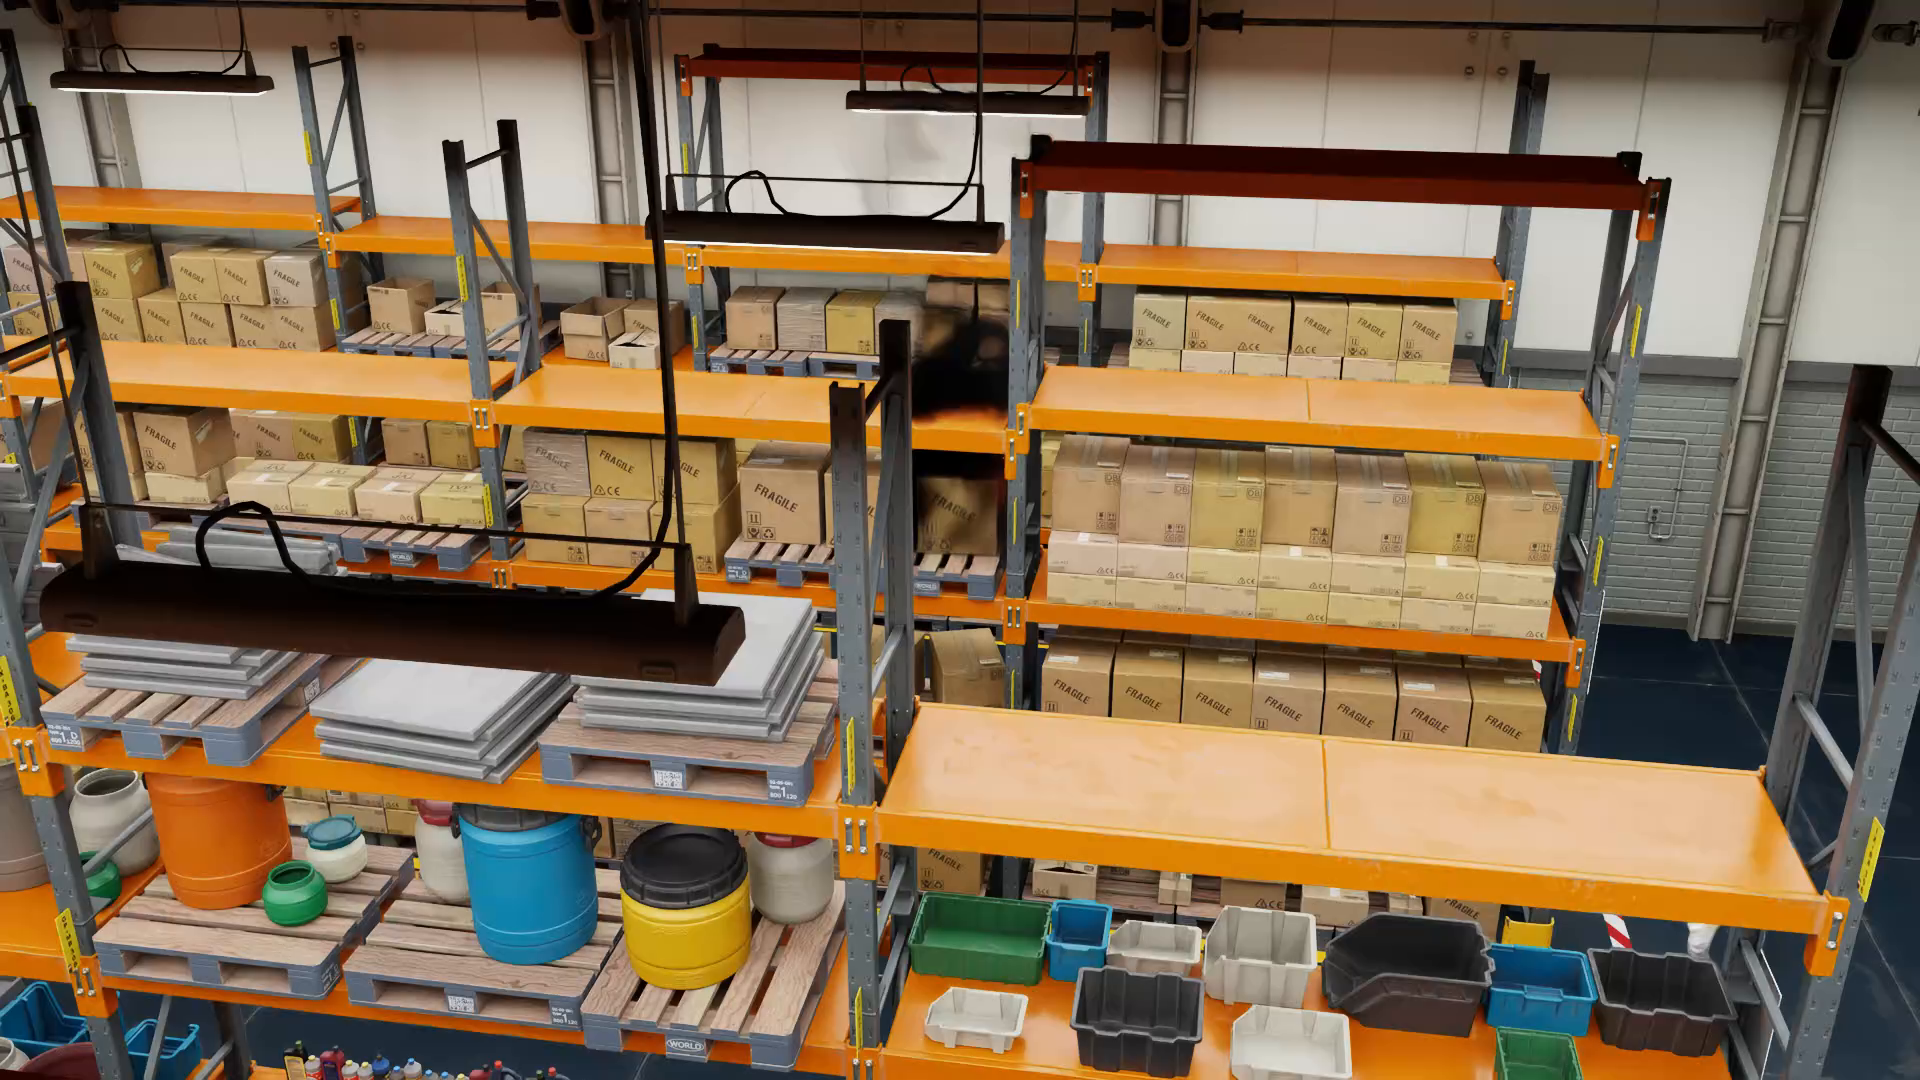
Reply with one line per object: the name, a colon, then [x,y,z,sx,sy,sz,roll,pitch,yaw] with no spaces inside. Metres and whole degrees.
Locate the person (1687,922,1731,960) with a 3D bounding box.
person: [5.568,2.589,11.959,0.668,1.795,0.930,18,29,35]
